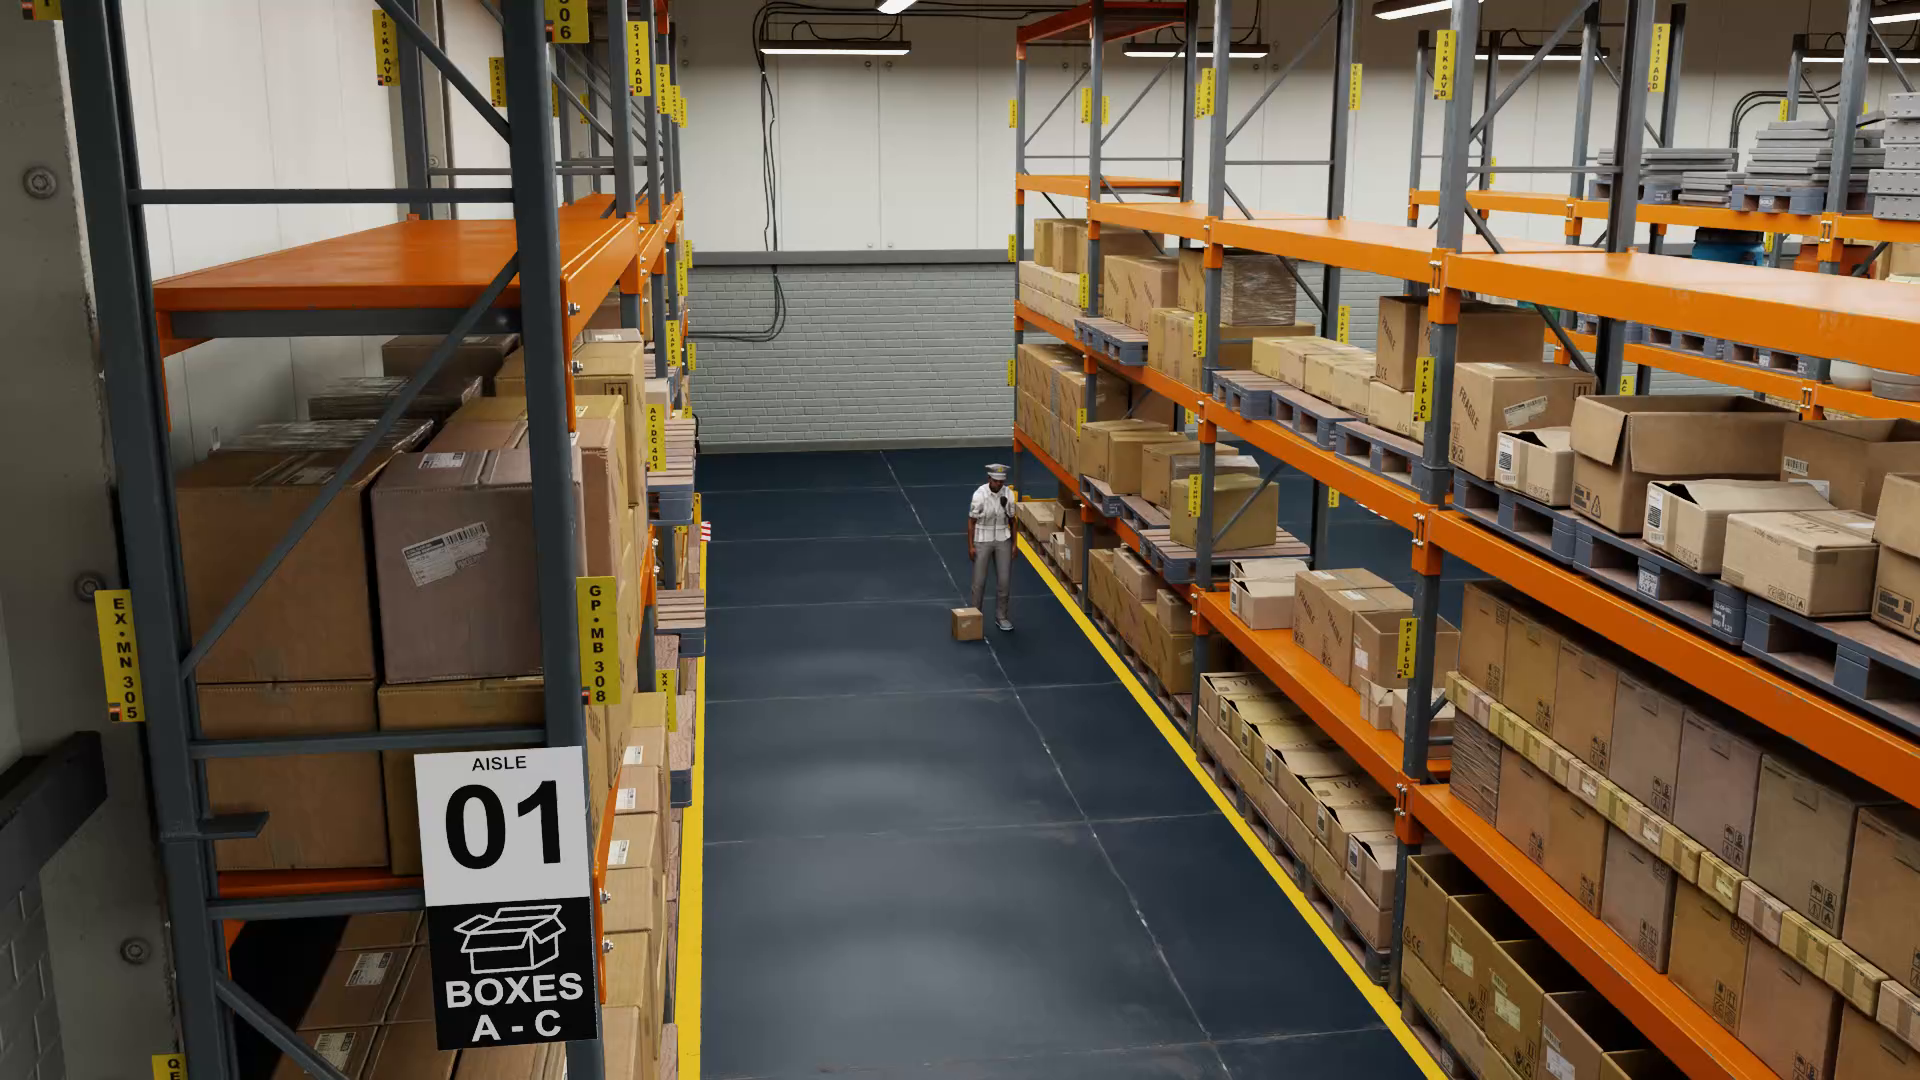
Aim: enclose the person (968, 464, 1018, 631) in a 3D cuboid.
[{"bbox_3d":[0.313,0.062,16.230,0.518,1.657,0.400,-3,14,-11],"label":"person"}]
